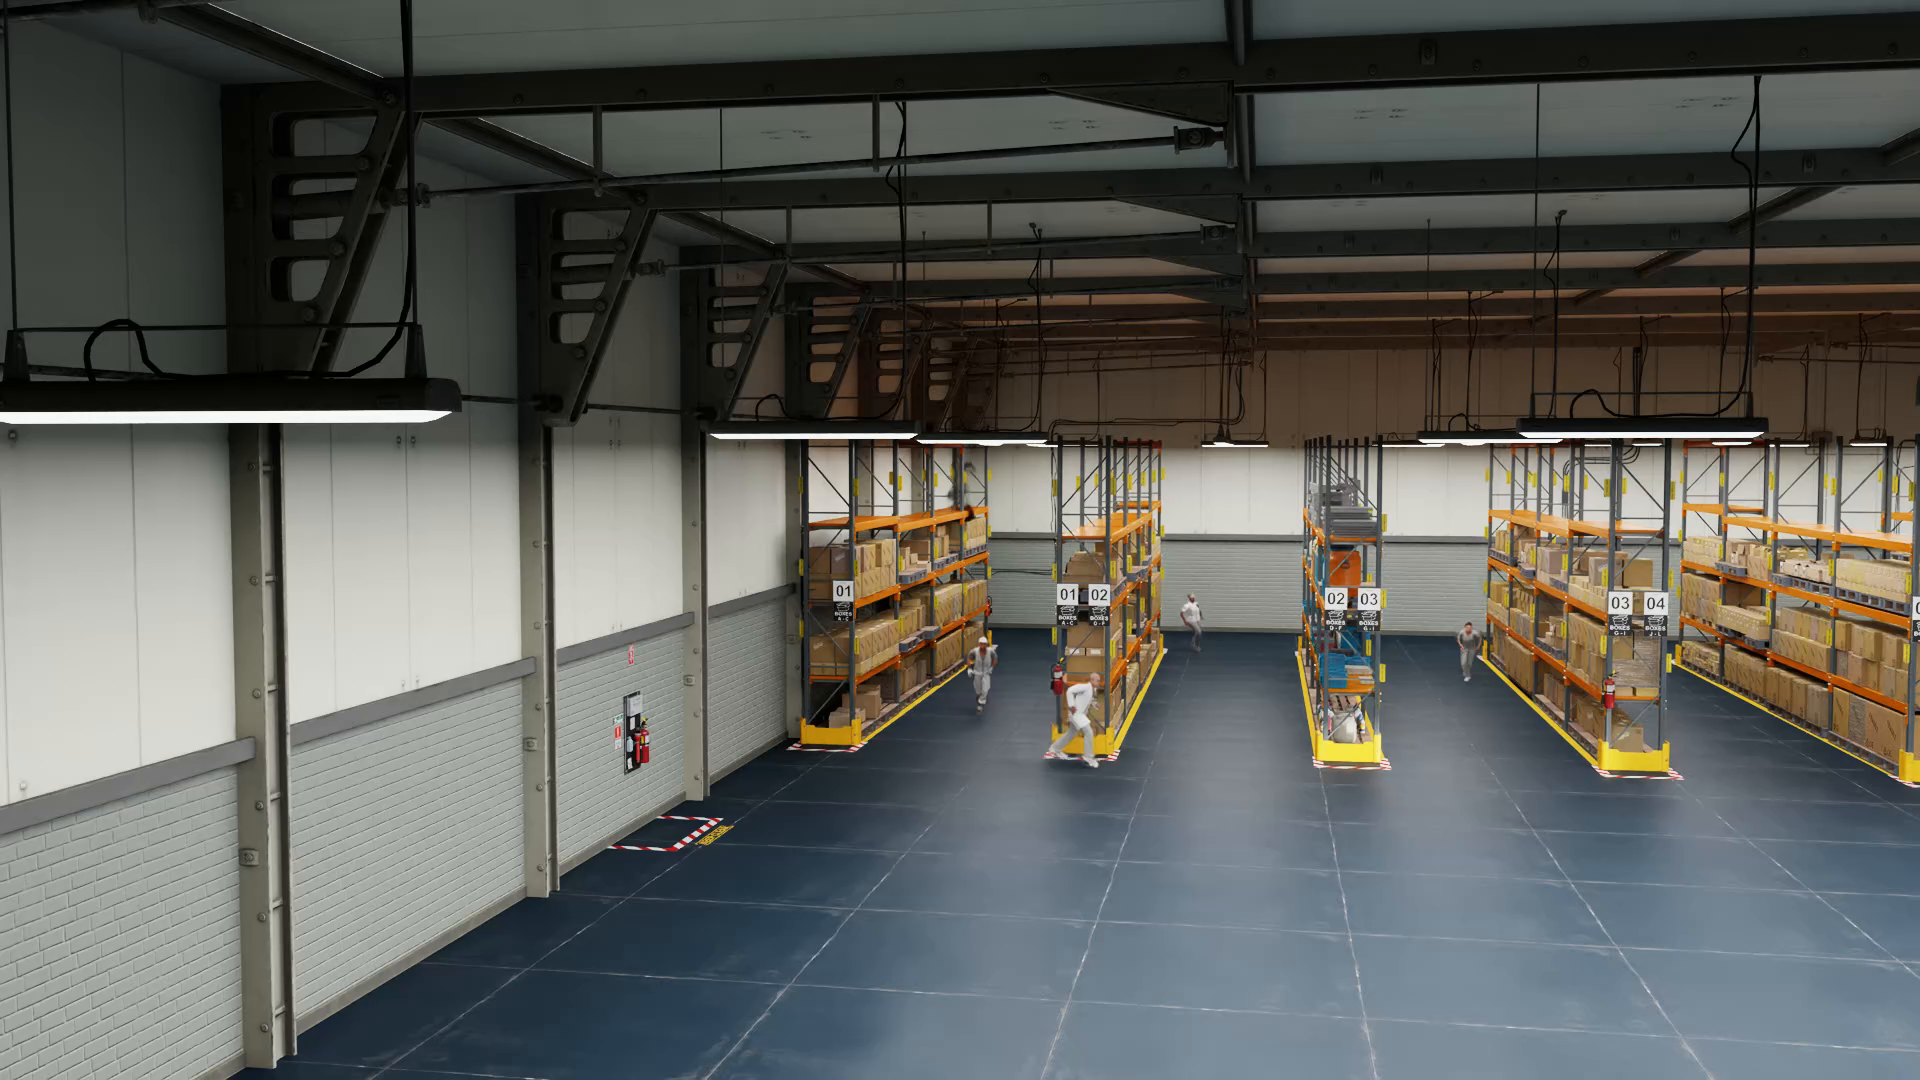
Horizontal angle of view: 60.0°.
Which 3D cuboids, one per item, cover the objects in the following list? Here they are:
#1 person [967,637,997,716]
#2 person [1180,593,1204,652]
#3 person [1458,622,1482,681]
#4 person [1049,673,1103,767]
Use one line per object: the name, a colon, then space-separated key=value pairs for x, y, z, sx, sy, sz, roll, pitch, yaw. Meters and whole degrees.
person: x=0.478 y=2.934 z=36.116 sx=0.655 sy=1.716 sz=0.837 roll=0 pitch=3 yaw=-8
person: x=6.650 y=2.338 z=47.244 sx=0.632 sy=1.689 sz=0.598 roll=-2 pitch=4 yaw=-38
person: x=12.647 y=2.757 z=41.263 sx=0.578 sy=1.498 sz=0.806 roll=1 pitch=3 yaw=18
person: x=2.091 y=3.266 z=30.294 sx=1.057 sy=1.744 sz=0.753 roll=2 pitch=4 yaw=31
